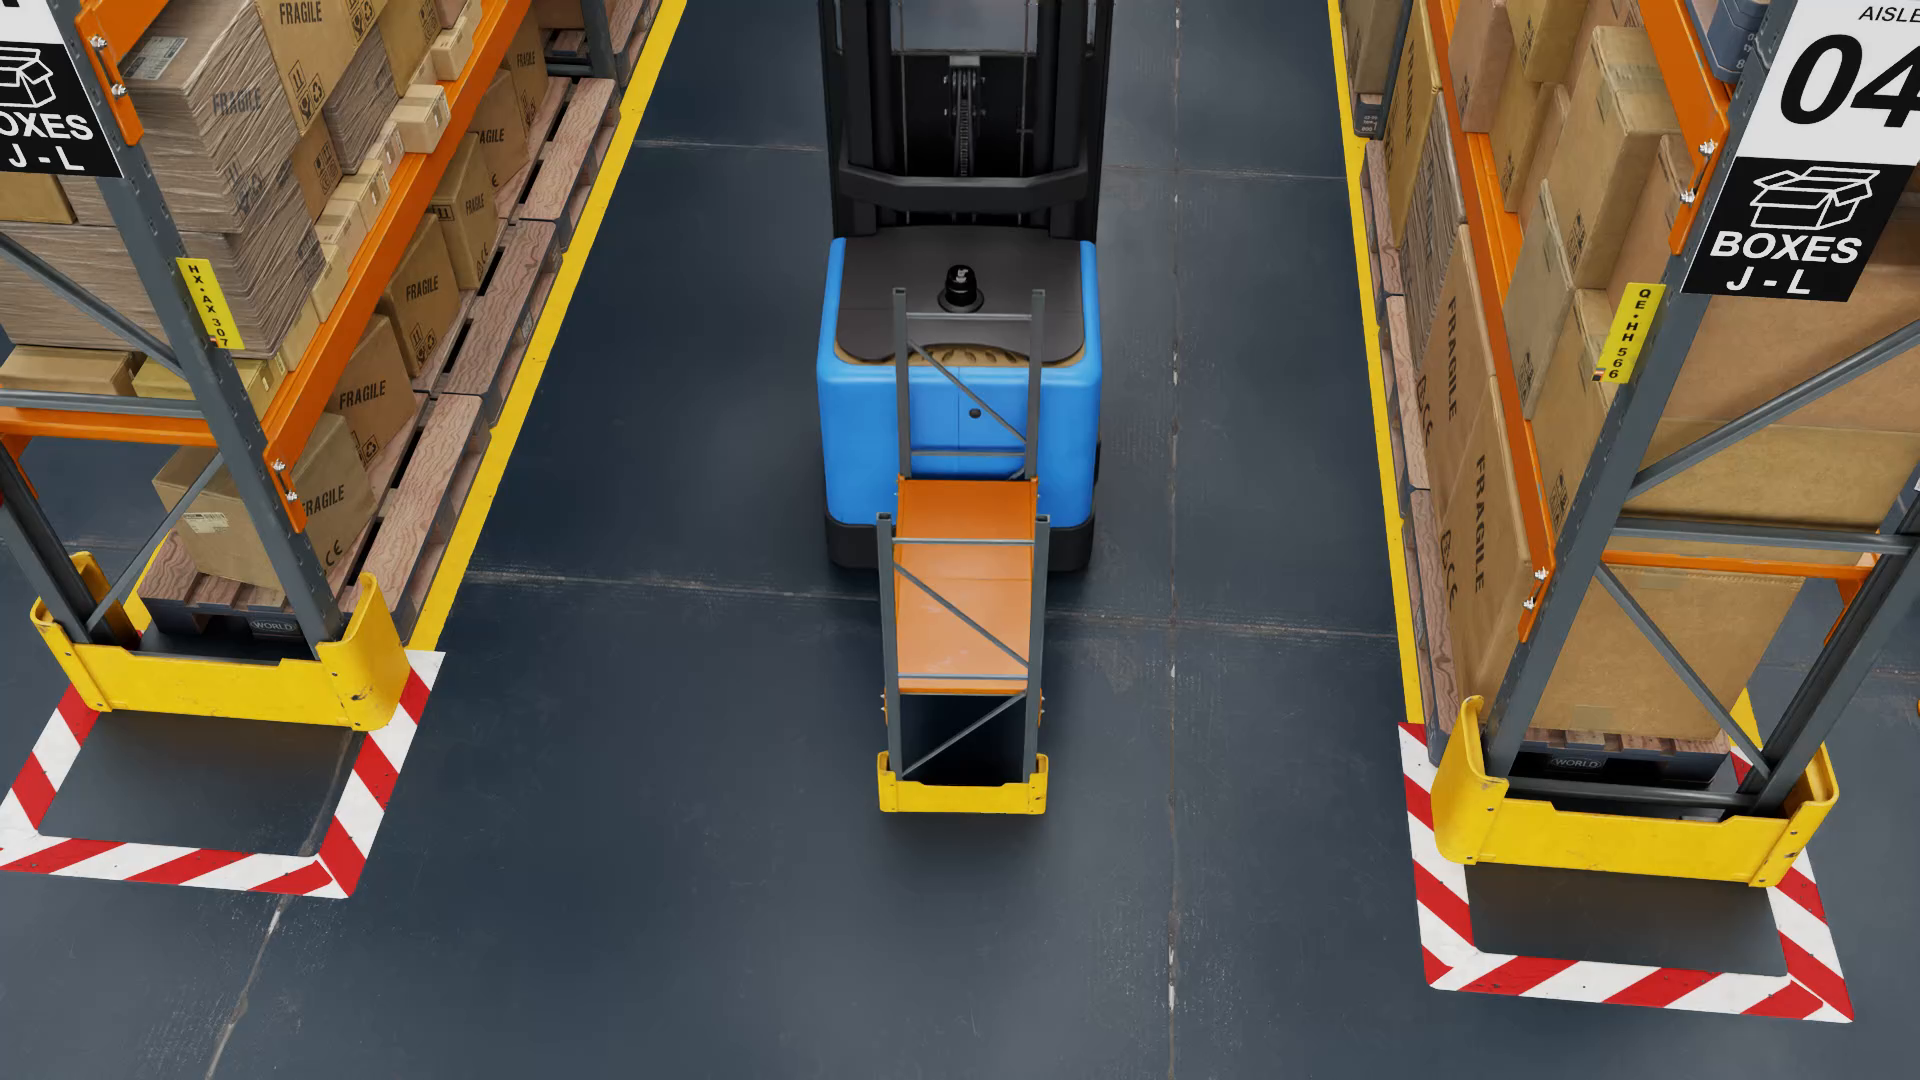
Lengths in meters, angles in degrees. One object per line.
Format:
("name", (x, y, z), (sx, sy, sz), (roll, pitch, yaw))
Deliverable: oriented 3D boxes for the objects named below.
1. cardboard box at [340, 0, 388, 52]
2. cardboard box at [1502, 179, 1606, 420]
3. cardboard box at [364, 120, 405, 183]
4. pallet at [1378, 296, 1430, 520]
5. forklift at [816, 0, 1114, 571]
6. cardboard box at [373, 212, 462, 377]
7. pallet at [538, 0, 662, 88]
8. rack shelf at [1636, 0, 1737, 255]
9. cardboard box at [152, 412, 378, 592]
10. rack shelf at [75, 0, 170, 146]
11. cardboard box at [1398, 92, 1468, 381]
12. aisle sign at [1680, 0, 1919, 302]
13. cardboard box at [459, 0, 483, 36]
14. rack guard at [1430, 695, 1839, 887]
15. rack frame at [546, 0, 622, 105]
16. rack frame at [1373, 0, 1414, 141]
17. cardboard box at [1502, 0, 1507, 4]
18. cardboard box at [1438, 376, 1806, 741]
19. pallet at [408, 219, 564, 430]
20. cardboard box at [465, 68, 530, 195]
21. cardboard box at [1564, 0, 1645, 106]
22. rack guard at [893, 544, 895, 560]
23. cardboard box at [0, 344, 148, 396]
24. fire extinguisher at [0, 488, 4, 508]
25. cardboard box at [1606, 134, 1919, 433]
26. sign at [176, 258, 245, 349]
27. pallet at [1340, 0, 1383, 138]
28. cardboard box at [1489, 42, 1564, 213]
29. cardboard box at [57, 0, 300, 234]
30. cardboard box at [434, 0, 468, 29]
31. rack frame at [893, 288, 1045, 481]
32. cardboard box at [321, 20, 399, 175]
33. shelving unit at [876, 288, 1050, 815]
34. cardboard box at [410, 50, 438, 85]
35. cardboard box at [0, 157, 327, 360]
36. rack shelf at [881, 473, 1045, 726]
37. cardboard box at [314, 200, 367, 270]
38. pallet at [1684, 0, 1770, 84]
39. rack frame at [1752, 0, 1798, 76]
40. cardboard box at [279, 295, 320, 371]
("cardboard box", (-2.262, -2.008, 5.607), (0.500, 0.500, 0.500), (4, 48, 4))
("cardboard box", (2.267, -0.740, 5.293), (0.875, 0.550, 0.550), (4, 48, 4))
("cardboard box", (-2.310, -1.444, 6.208), (0.380, 0.149, 0.250), (4, 48, 4))
("pallet", (2.359, -0.554, 7.114), (1.003, 0.211, 1.213), (4, 48, 4))
("forklift", (0.026, -1.942, 6.540), (1.130, 2.935, 3.031), (1, 48, 1))
("cardboard box", (-2.510, -1.072, 7.107), (0.500, 0.500, 0.500), (8, 48, 7))
("pallet", (-2.246, -2.986, 9.338), (1.003, 0.211, 1.213), (4, 48, 4))
("rack shelf", (2.432, -2.247, 5.227), (1.077, 0.370, 4.000), (4, 48, 4))
("cardboard box", (-2.607, -0.172, 6.284), (0.500, 0.500, 0.500), (12, 49, 11))
("rack shelf", (-2.498, -2.655, 5.600), (1.077, 0.370, 4.000), (4, 48, 4))
("cardboard box", (2.409, -1.252, 7.018), (0.875, 0.875, 0.875), (4, 48, 4))
("aisle sign", (1.945, -0.854, 3.736), (0.394, 0.787, 0.004), (4, 48, 4))
("cardboard box", (-2.206, -2.178, 6.879), (0.380, 0.149, 0.250), (4, 48, 4))
("rack guard", (2.248, 0.853, 5.631), (1.175, 0.500, 0.348), (4, 48, 4))
("rack frame", (-2.316, -3.355, 7.786), (1.000, 3.000, 0.127), (4, 48, 4))
("rack frame", (2.614, -2.948, 7.413), (1.000, 3.000, 0.127), (4, 48, 4))
("cardboard box", (2.426, -2.294, 5.982), (0.875, 0.550, 0.550), (4, 48, 4))
("cardboard box", (2.246, 0.064, 5.814), (0.875, 0.875, 0.875), (4, 48, 4))
("pallet", (-2.450, -1.019, 7.539), (1.003, 0.211, 1.213), (4, 48, 4))
("cardboard box", (-2.437, -1.941, 7.902), (0.500, 0.500, 0.500), (18, 50, 16))
("cardboard box", (2.467, -1.506, 5.261), (0.875, 0.550, 0.550), (4, 48, 4))
("rack guard", (0.029, 0.114, 6.477), (0.587, 0.250, 0.087), (1, 48, 1))
("cardboard box", (-2.860, -0.555, 5.395), (0.380, 0.149, 0.250), (4, 48, 4))
("fire extinguisher", (-3.150, -0.337, 5.078), (0.296, 0.674, 0.183), (4, 48, 4))
("cardboard box", (2.322, -0.693, 4.518), (0.875, 0.550, 0.550), (4, 48, 4))
("sign", (-2.140, -0.672, 4.745), (0.100, 0.325, 0.005), (4, 48, 4))
("pallet", (2.610, -2.578, 8.965), (1.003, 0.211, 1.213), (4, 48, 4))
("cardboard box", (2.450, -1.535, 6.020), (0.875, 0.550, 0.500), (4, 48, 4))
("cardboard box", (-2.359, -1.273, 4.935), (0.500, 0.500, 0.500), (4, 48, 4))
("cardboard box", (-2.444, -2.424, 6.665), (0.875, 0.500, 0.500), (4, 48, 4))
("rack frame", (0.029, -0.309, 6.016), (0.500, 1.500, 0.032), (1, 48, 1))
("cardboard box", (-2.588, -1.692, 5.996), (0.875, 0.500, 0.500), (4, 48, 4))
("shelving unit", (0.019, 0.059, 5.679), (0.587, 1.500, 1.083), (1, 48, 1))
("cardboard box", (-2.293, -1.813, 6.546), (0.380, 0.149, 0.250), (4, 48, 4))
("cardboard box", (-2.603, -0.952, 5.319), (0.875, 0.500, 0.500), (4, 48, 4))
("rack shelf", (0.019, 0.187, 5.806), (0.538, 0.185, 1.000), (1, 48, 1))
("cardboard box", (-2.335, -1.075, 5.871), (0.380, 0.149, 0.250), (4, 48, 4))
("pallet", (2.307, -1.536, 4.150), (1.003, 0.211, 1.213), (4, 48, 4))
("rack frame", (2.250, -2.033, 2.511), (1.000, 3.000, 0.127), (4, 48, 4))
("cardboard box", (-2.375, -0.707, 5.534), (0.380, 0.149, 0.250), (4, 48, 4))
